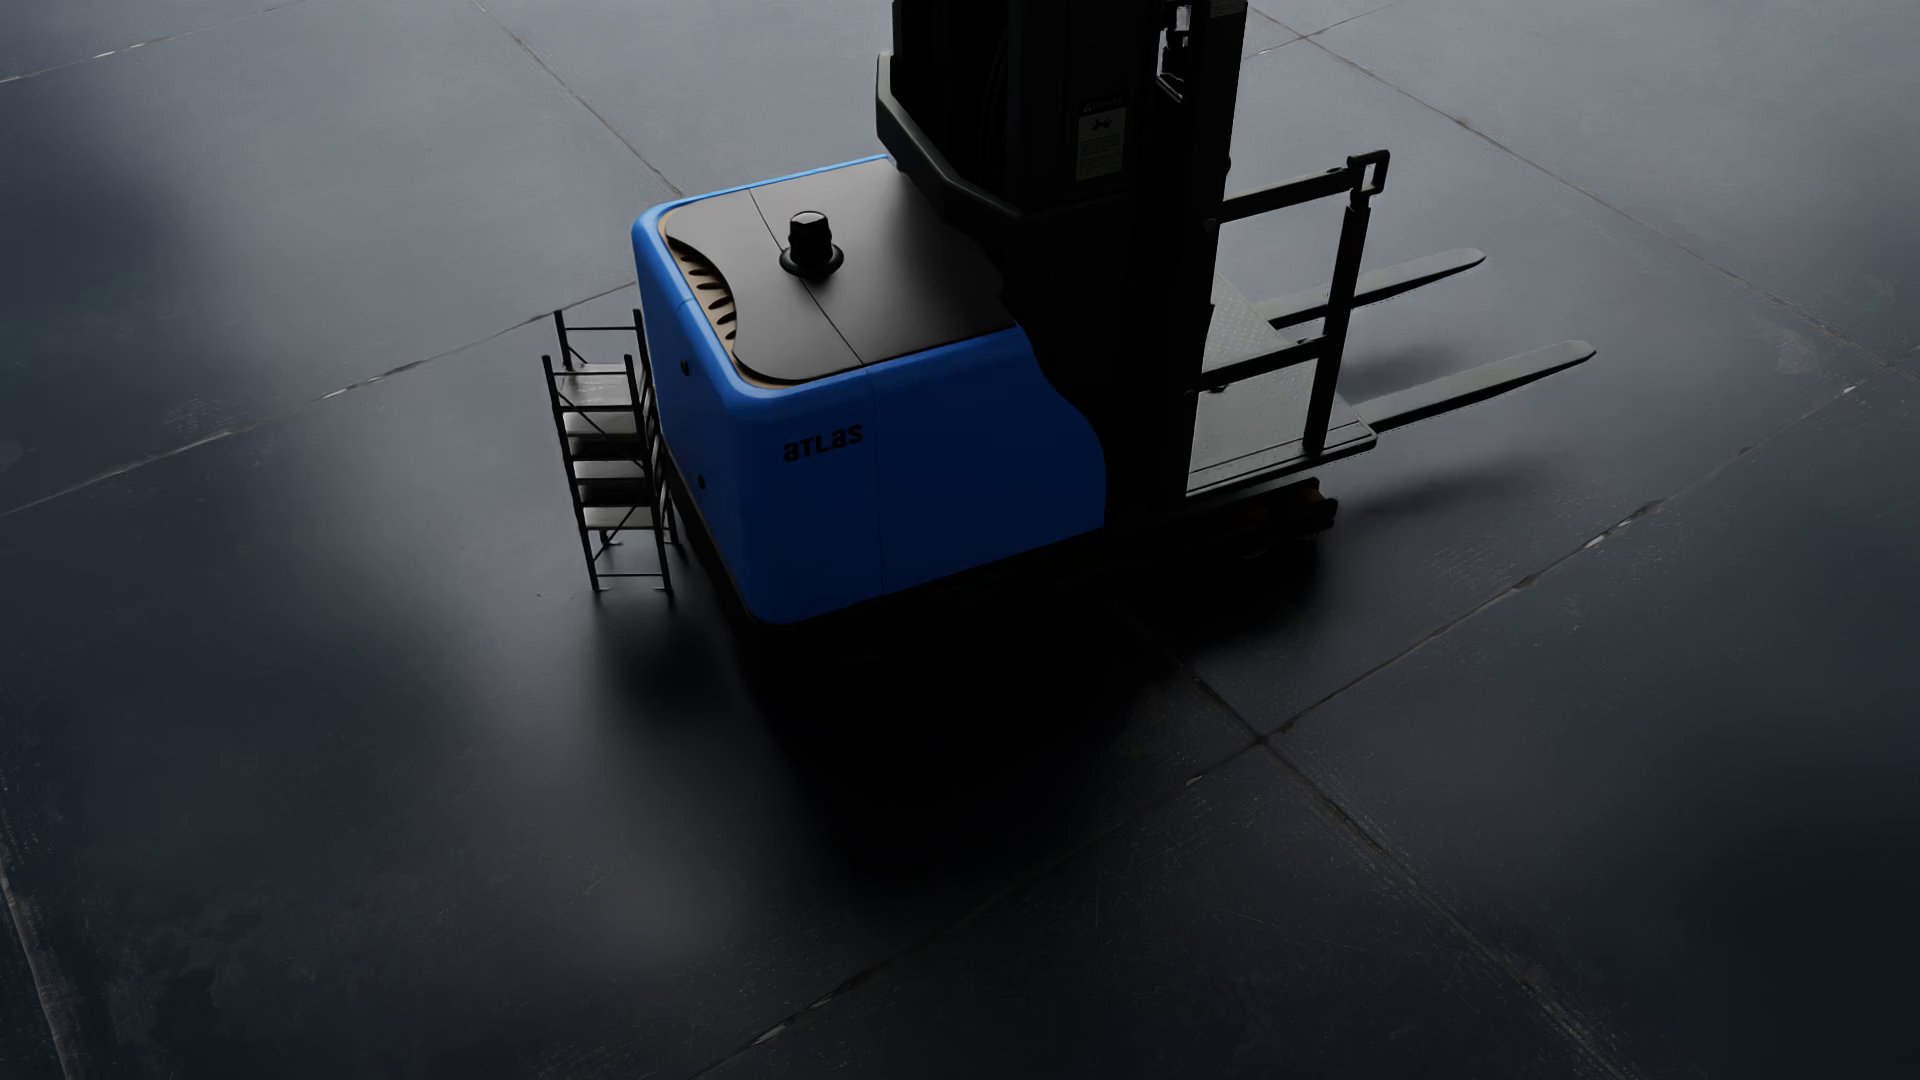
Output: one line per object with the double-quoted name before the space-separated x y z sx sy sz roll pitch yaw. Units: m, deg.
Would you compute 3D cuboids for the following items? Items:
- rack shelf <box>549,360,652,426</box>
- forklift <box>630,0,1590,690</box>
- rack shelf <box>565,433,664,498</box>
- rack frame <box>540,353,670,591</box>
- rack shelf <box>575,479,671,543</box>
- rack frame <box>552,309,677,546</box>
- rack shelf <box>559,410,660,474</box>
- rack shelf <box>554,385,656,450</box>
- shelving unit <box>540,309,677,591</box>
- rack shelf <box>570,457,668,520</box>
"rack shelf" -1.010 -0.415 4.689 0.258 0.077 0.200 0 43 0
"forklift" 0.620 -1.328 4.519 3.031 2.935 1.130 -18 46 -18
"rack shelf" -1.010 -0.218 4.875 0.258 0.077 0.200 0 43 0
"rack frame" -1.009 -0.173 4.778 0.240 0.900 0.006 0 43 0
"rack shelf" -1.010 -0.088 4.998 0.258 0.077 0.200 0 43 0
"rack frame" -1.011 -0.313 4.926 0.240 0.900 0.006 0 43 0
"rack shelf" -1.010 -0.284 4.813 0.258 0.077 0.200 0 43 0
"rack shelf" -1.010 -0.349 4.751 0.258 0.077 0.200 0 43 0
"shelving unit" -1.010 -0.243 4.852 0.258 0.900 0.210 0 43 0
"rack shelf" -1.010 -0.153 4.936 0.258 0.077 0.200 0 43 0
